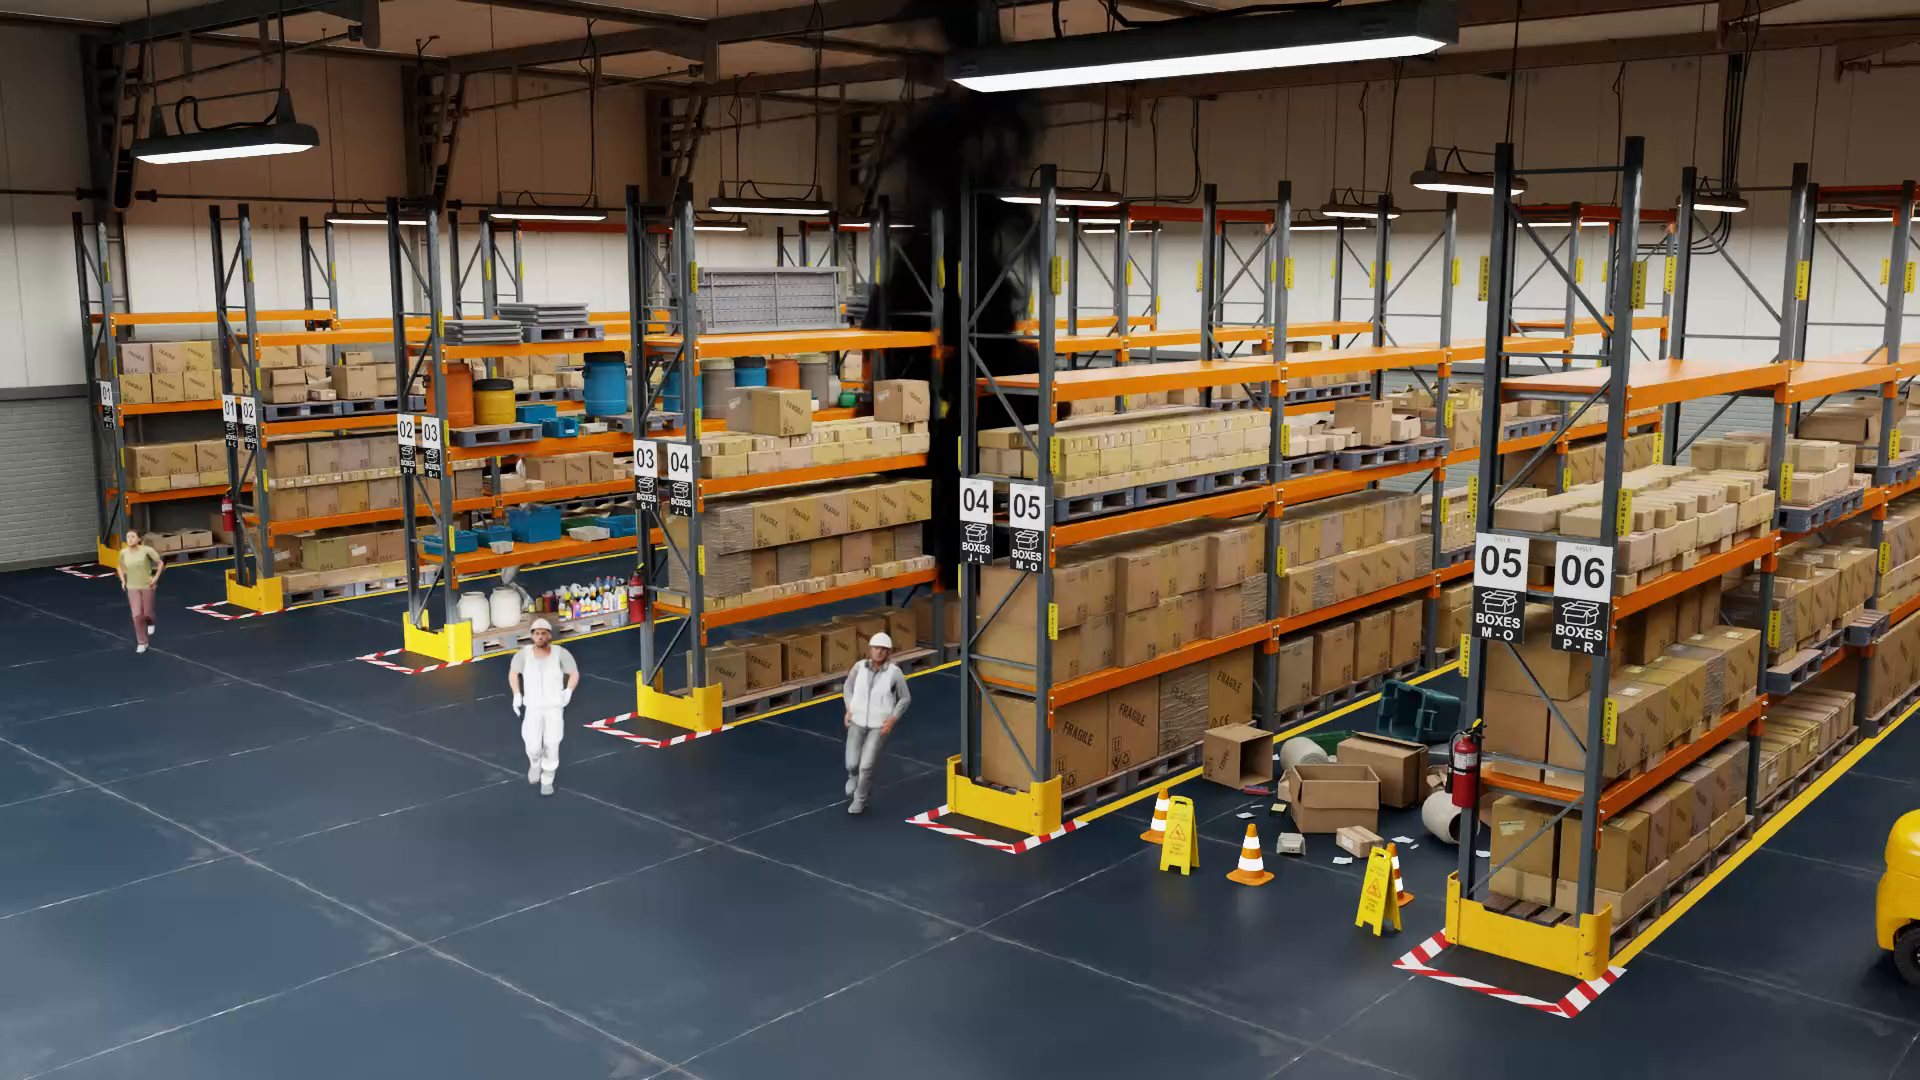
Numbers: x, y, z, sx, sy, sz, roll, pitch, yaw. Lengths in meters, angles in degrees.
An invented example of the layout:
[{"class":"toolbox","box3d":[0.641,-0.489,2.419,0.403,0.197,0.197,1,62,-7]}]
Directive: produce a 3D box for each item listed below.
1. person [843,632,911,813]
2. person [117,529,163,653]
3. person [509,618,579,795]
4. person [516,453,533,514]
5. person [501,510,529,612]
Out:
[{"class":"person","box3d":[-0.802,1.714,15.819,0.698,1.724,0.563,2,10,10]},{"class":"person","box3d":[-11.059,0.645,22.492,0.582,1.663,0.698,-2,10,-13]},{"class":"person","box3d":[-4.054,1.624,16.261,0.671,1.751,0.587,-2,10,-13]},{"class":"person","box3d":[-8.181,-0.899,31.295,0.679,1.744,0.607,7,12,38]},{"class":"person","box3d":[-6.635,0.341,24.484,0.526,1.556,0.536,7,12,36]}]
